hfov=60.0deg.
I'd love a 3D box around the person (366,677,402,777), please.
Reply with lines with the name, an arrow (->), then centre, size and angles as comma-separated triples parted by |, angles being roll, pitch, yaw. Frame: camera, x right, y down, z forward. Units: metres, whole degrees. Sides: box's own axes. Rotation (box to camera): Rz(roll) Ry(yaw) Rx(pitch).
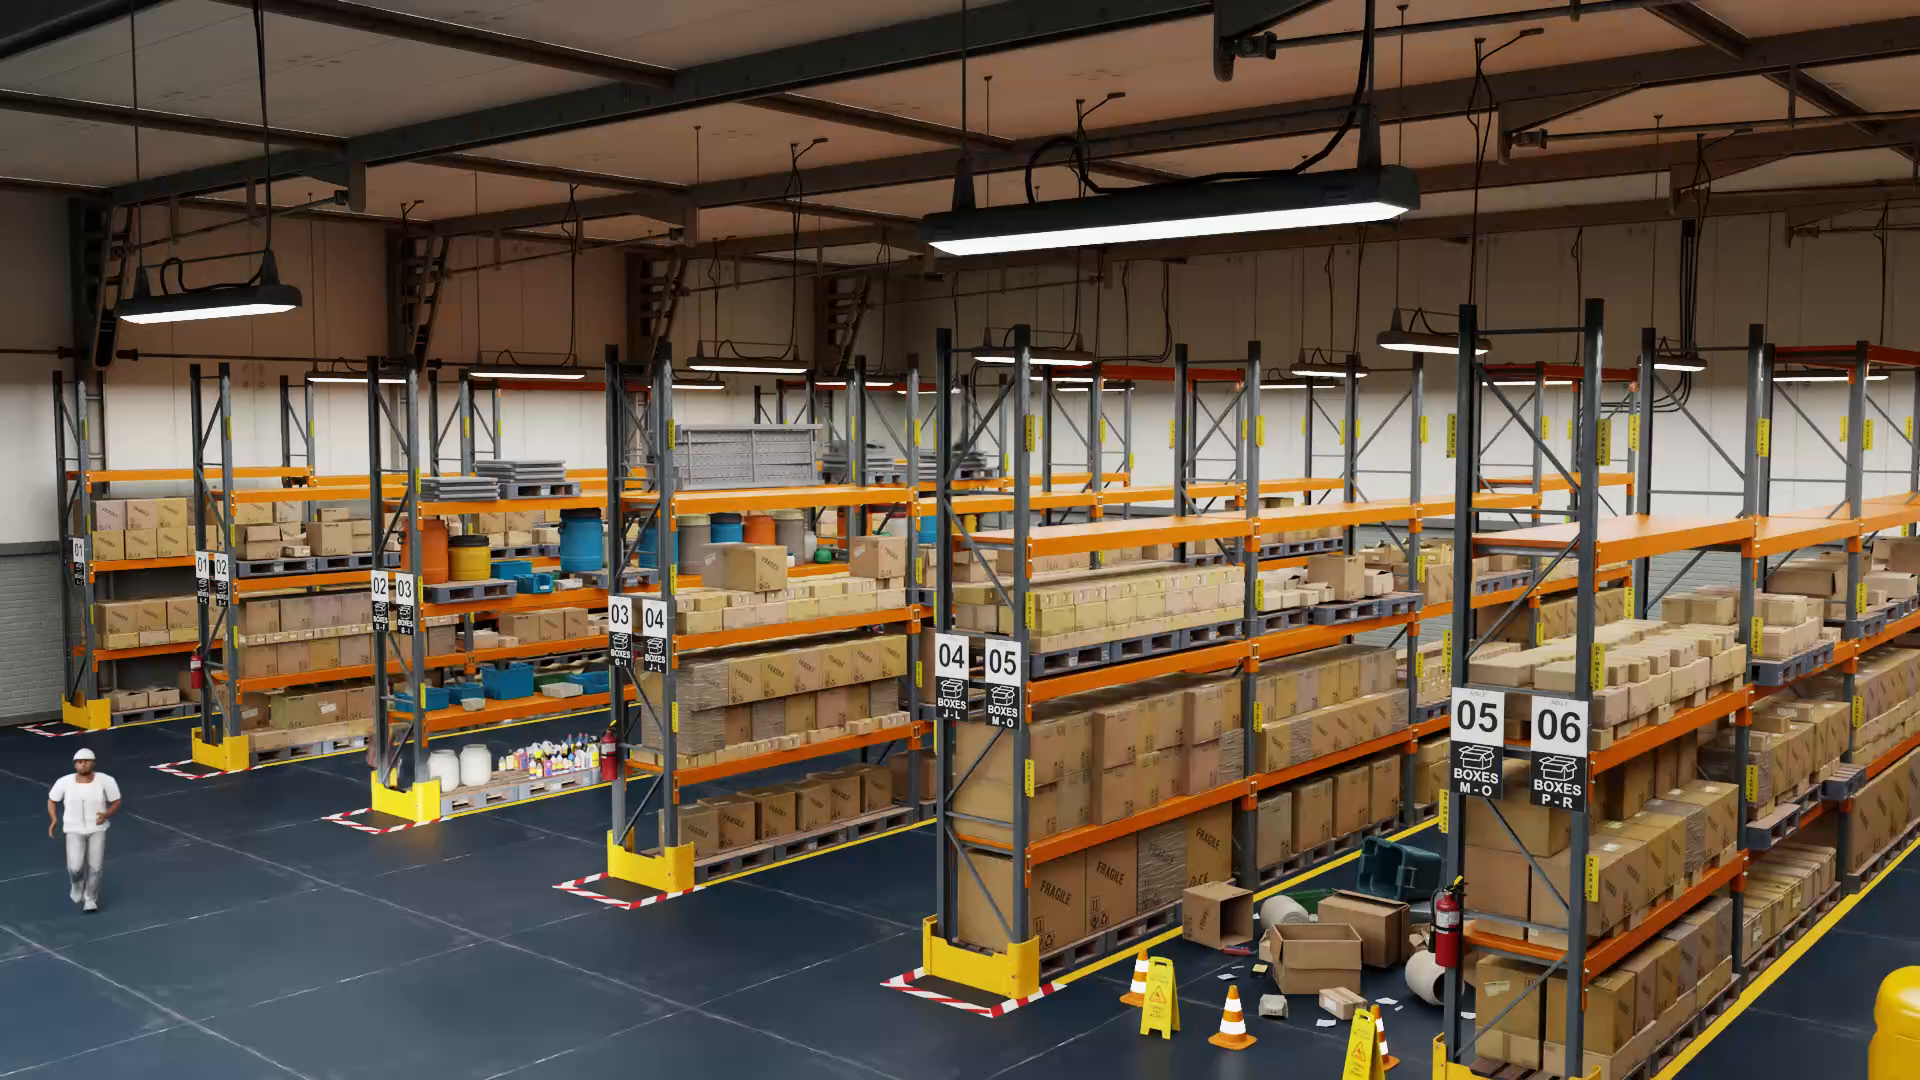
person -> -7.940, 2.700, 23.073 | 0.581, 1.613, 0.565 | 2, 5, 31

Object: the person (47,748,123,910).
person -> -9.164, 3.047, 17.417 | 0.696, 1.725, 0.581 | -2, 5, -26
